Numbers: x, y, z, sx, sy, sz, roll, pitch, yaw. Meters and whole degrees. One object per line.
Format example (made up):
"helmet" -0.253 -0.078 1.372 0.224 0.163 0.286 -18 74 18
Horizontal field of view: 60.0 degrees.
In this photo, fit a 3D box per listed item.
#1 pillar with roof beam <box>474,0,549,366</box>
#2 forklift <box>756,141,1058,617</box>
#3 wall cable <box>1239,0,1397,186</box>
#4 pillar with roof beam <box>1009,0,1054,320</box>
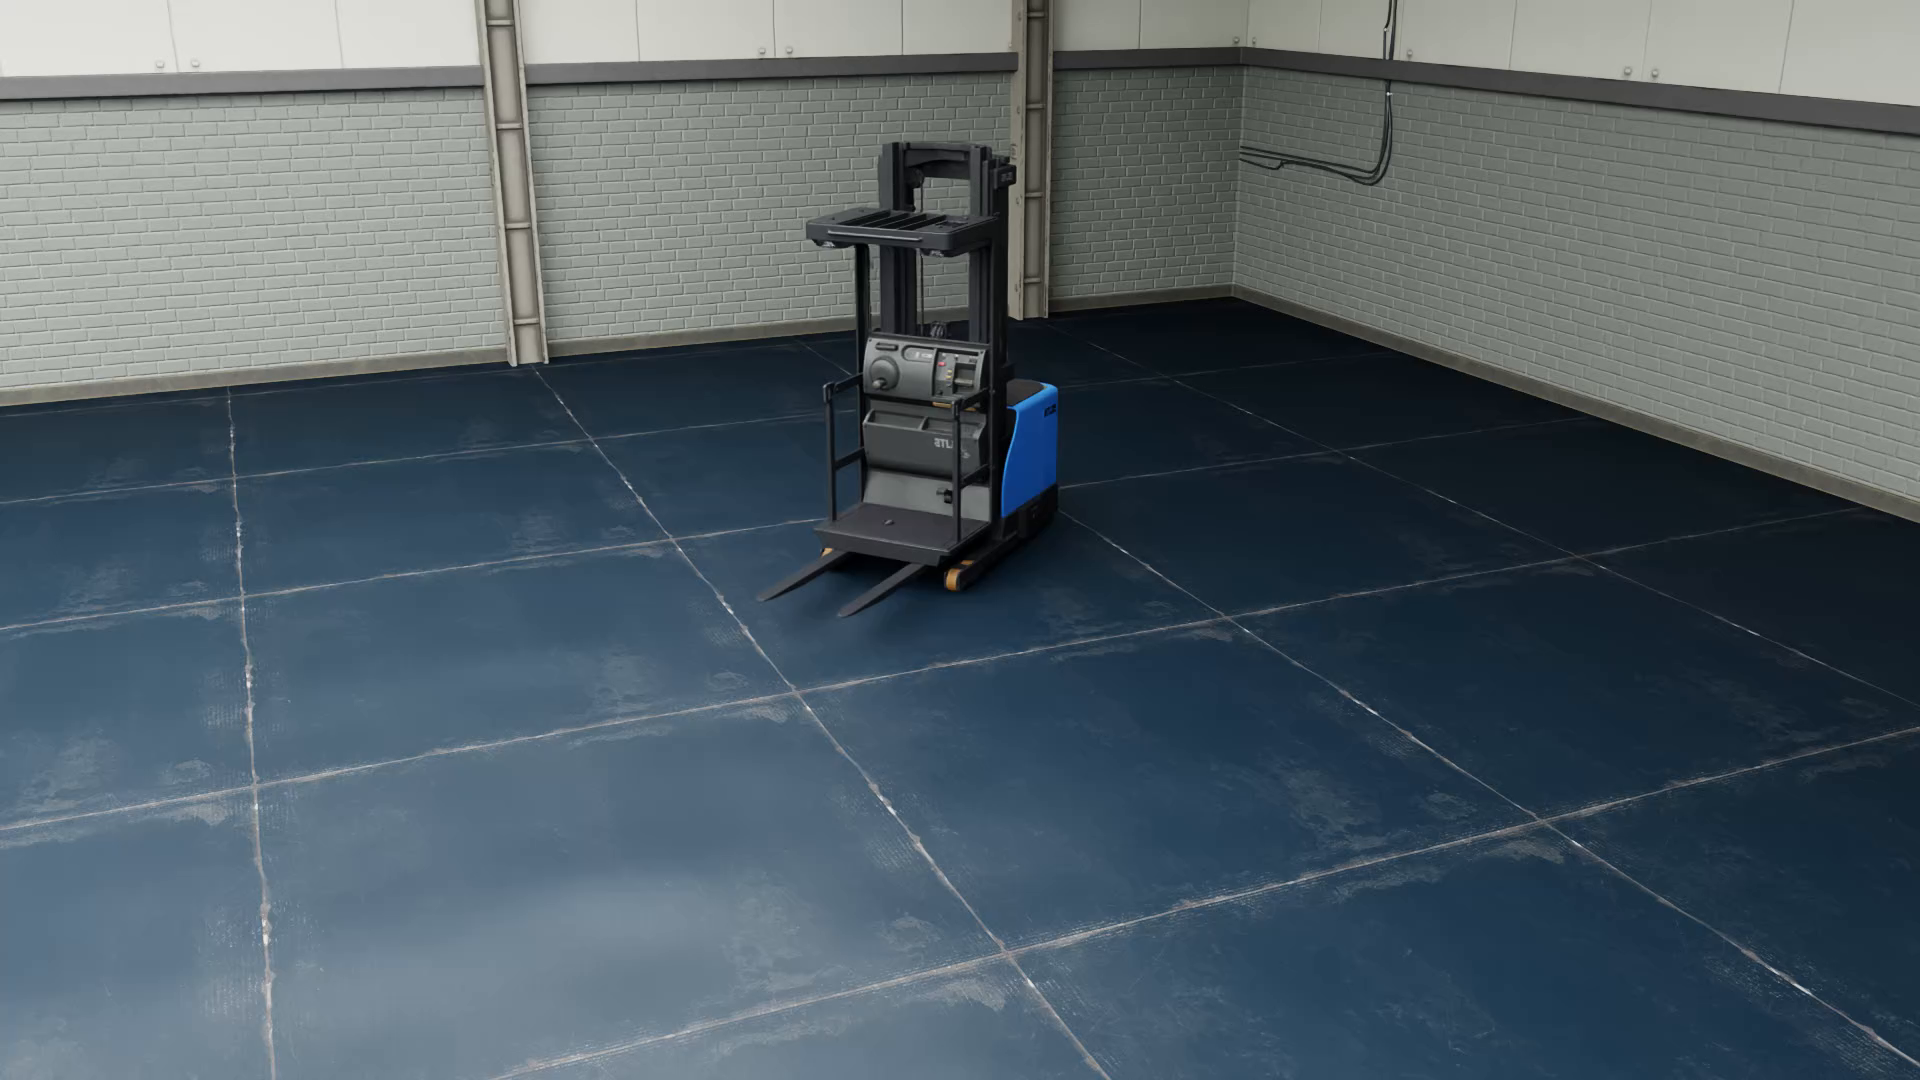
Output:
"pillar with roof beam" -2.970 -4.864 12.785 0.400 9.000 9.100 -8 21 -22
"forklift" -0.347 -1.188 11.483 1.130 2.935 3.031 9 21 25
"wall cable" 4.063 -5.485 19.227 0.112 2.526 3.097 -8 21 -22
"pillar with roof beam" 2.539 -5.653 15.027 0.400 9.000 9.100 -8 21 -22
